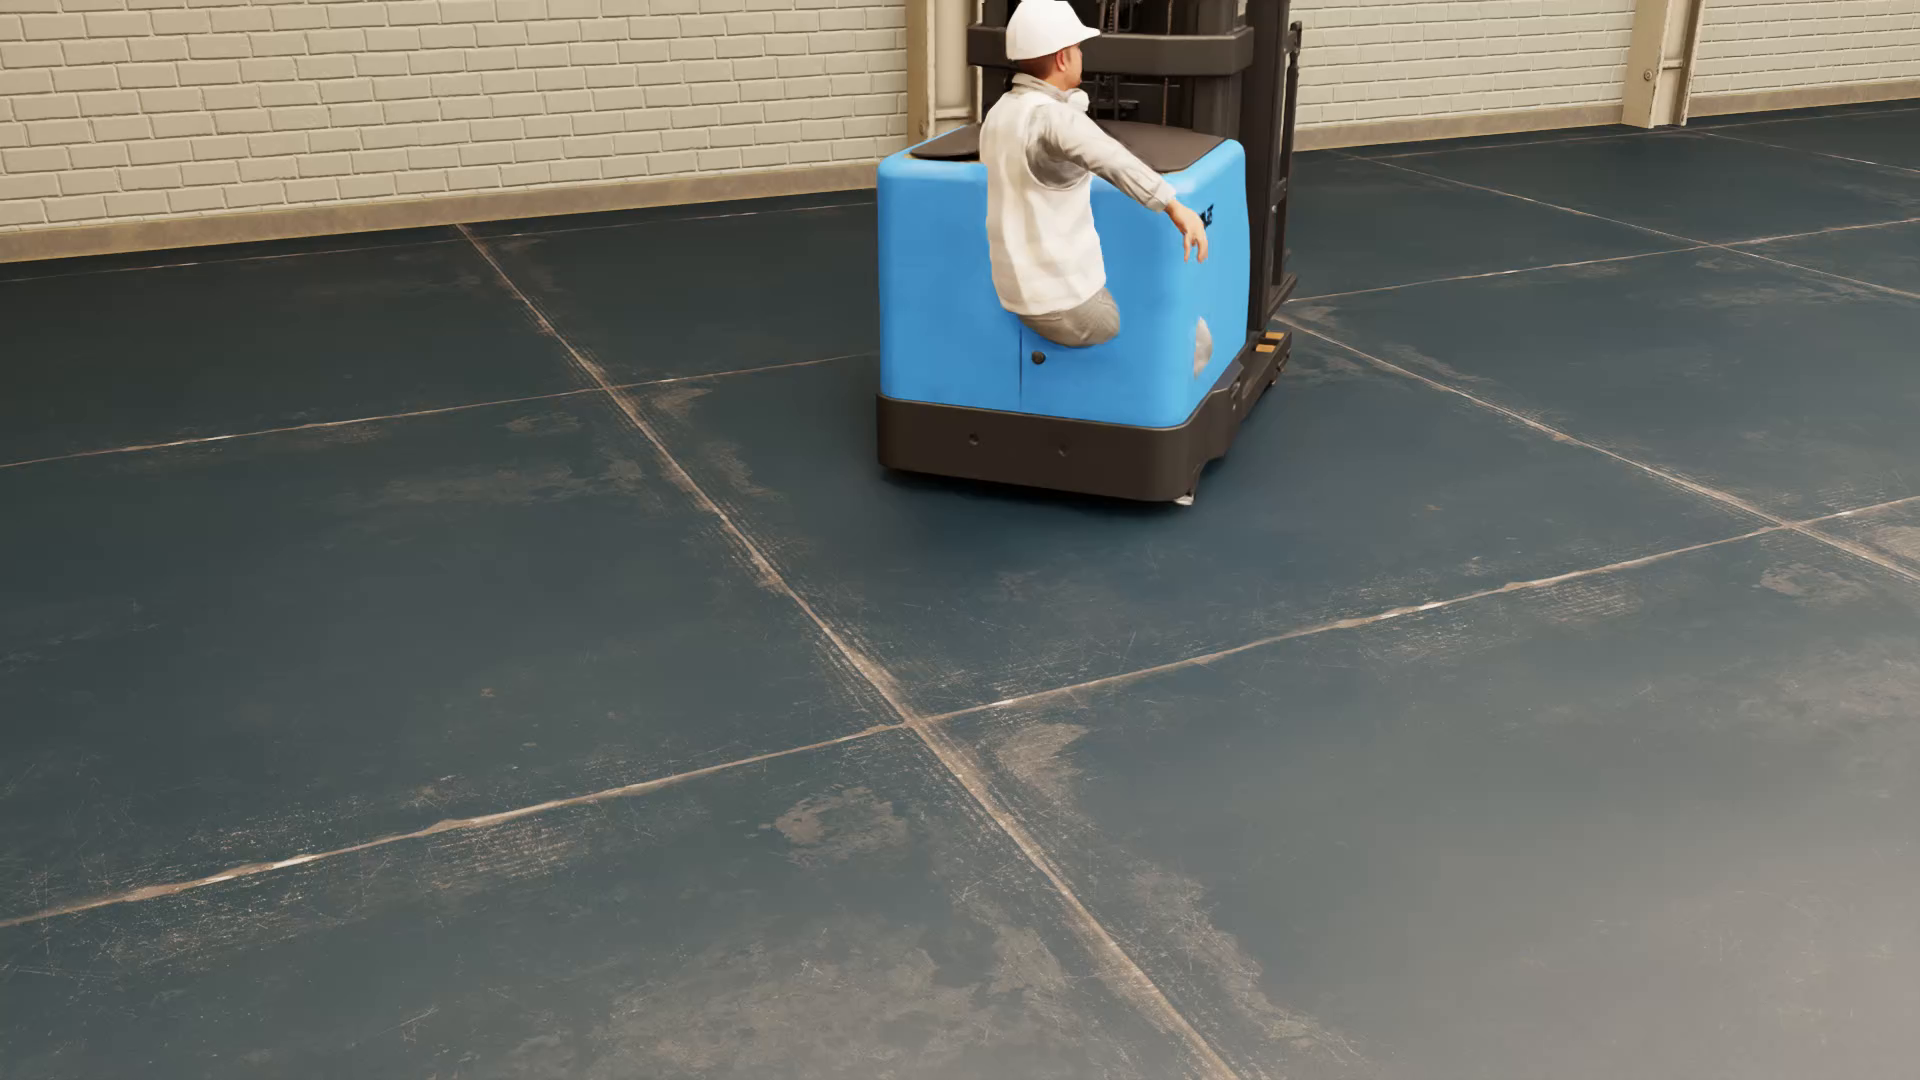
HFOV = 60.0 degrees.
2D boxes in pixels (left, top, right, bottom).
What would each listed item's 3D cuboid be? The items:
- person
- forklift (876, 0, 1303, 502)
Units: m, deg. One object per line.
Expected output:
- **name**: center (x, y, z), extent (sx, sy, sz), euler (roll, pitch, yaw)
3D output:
- **person**: center (0.478, -0.872, 5.183), extent (0.795, 1.576, 1.093), euler (-10, 25, -23)
- **forklift**: center (0.708, -2.009, 6.121), extent (1.130, 2.935, 3.031), euler (8, 24, 19)
